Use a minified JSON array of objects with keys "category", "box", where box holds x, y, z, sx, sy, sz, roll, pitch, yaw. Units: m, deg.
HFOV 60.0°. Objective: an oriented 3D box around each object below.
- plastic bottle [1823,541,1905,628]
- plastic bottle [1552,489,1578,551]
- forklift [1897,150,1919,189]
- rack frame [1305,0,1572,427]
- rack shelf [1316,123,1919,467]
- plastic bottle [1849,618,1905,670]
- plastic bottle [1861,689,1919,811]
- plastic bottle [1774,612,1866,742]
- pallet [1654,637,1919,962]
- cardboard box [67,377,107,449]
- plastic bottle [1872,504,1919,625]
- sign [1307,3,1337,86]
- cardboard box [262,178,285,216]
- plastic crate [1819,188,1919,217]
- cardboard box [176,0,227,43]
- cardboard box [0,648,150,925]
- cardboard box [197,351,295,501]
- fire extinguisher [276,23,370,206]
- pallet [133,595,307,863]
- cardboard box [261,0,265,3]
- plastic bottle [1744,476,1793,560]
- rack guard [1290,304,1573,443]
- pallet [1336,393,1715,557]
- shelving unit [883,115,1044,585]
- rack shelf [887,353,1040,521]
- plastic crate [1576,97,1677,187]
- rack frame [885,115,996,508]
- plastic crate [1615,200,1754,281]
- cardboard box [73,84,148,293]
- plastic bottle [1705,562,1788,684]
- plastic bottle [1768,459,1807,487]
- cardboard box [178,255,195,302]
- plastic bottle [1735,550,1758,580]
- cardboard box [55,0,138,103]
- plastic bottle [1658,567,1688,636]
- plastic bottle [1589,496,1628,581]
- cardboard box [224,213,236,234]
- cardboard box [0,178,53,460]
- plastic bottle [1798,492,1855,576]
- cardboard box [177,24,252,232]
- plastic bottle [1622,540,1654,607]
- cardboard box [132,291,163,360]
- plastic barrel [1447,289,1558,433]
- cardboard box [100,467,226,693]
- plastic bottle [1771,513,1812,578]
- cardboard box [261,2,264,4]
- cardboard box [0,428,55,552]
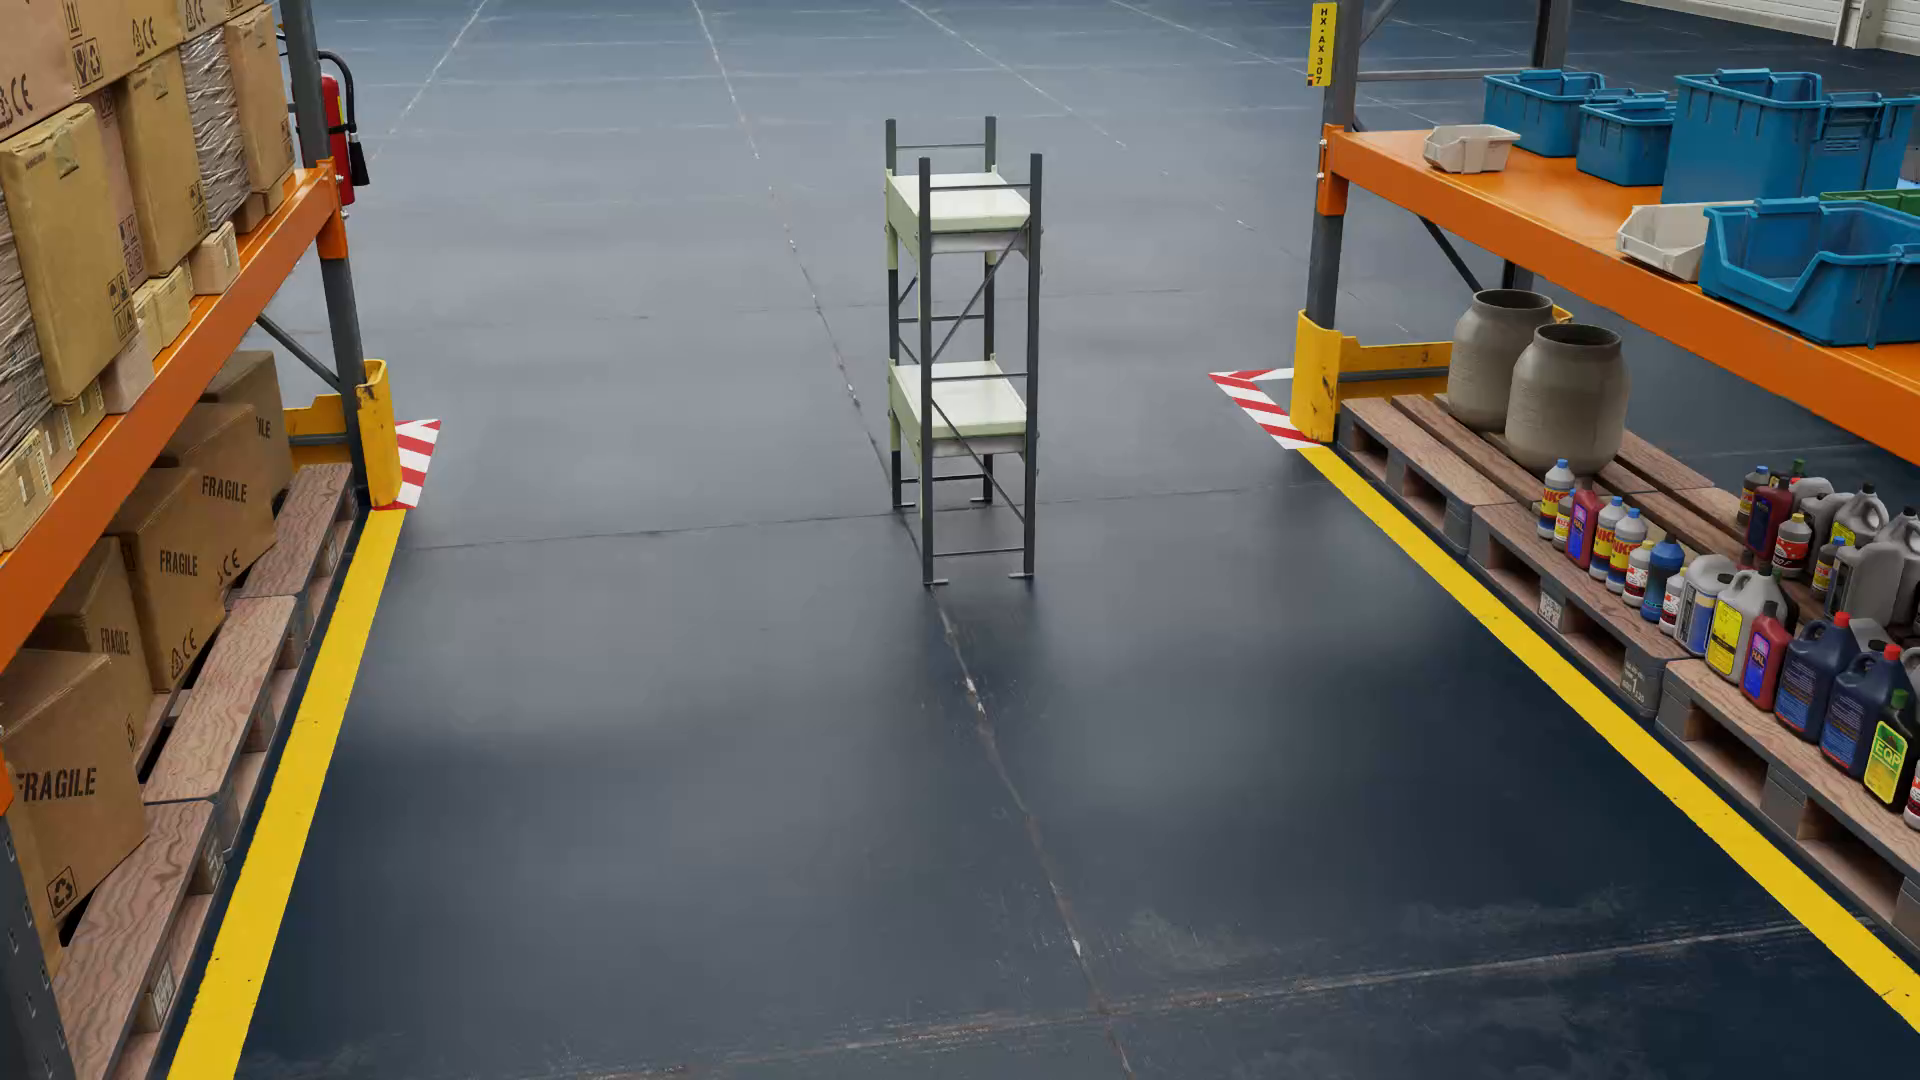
[{"category":"plastic bottle","box":[2.760,0.121,5.079,0.152,0.276,0.135,-4,24,-10]},{"category":"plastic bottle","box":[2.064,-0.072,5.615,0.097,0.201,0.097,0,24,0]},{"category":"forklift","box":[4.615,-1.563,6.167,1.130,2.935,3.031,-4,24,-8]},{"category":"rack frame","box":[2.016,-1.930,6.922,1.000,3.000,0.127,-4,24,-10]},{"category":"rack shelf","box":[2.386,-0.814,5.264,1.077,0.370,4.000,-4,24,-10]},{"category":"plastic bottle","box":[2.459,0.361,4.528,0.152,0.276,0.135,-4,24,-10]},{"category":"plastic bottle","box":[2.342,0.522,4.152,0.061,0.283,0.133,-3,24,-7]},{"category":"plastic bottle","box":[2.318,0.348,4.465,0.144,0.351,0.185,-6,24,-12]},{"category":"pallet","box":[2.672,0.654,4.489,1.003,0.211,1.213,-4,24,-10]},{"category":"cardboard box","box":[-2.019,-0.275,3.446,0.380,0.149,0.250,-4,24,-10]},{"category":"plastic bottle","box":[2.901,0.066,5.112,0.144,0.351,0.185,-4,24,-10]},{"category":"sign","box":[1.474,-2.018,6.777,0.100,0.325,0.005,-4,24,-10]},{"category":"cardboard box","box":[-2.454,-1.159,5.469,0.380,0.149,0.250,-4,24,-10]},{"category":"plastic crate","box":[2.782,-0.815,4.632,0.450,0.188,0.662,-4,24,-10]},{"category":"cardboard box","box":[-2.319,-1.613,4.449,0.500,0.500,0.500,-4,24,-10]},{"category":"cardboard box","box":[-2.260,0.578,3.778,0.500,0.500,0.500,3,24,7]},{"category":"cardboard box","box":[-2.753,-0.364,5.933,0.500,0.500,0.500,0,24,0]},{"category":"fire extinguisher","box":[-2.420,-1.607,6.279,0.296,0.674,0.183,-4,24,-10]},{"category":"pallet","box":[-2.500,0.545,4.738,1.003,0.211,1.213,-4,24,-10]},{"category":"cardboard box","box":[-2.507,-2.006,5.349,0.500,0.500,0.500,-4,24,-10]},{"category":"plastic bottle","box":[2.702,-0.088,5.547,0.061,0.283,0.133,-4,24,-10]},{"category":"rack guard","box":[2.076,-0.758,7.362,1.175,0.500,0.348,-4,24,-10]},{"category":"pallet","box":[2.221,-0.306,6.687,1.003,0.211,1.213,-4,24,-10]},{"category":"shelving unit","box":[-0.001,-0.690,5.956,0.431,1.500,0.755,-4,24,-10]},{"category":"rack shelf","box":[-0.001,-0.391,6.086,0.431,0.370,0.720,-4,24,-10]},{"category":"plastic crate","box":[2.517,-1.431,5.966,0.499,0.251,0.408,-4,24,-10]},{"category":"rack frame","box":[-0.069,-0.834,6.285,0.400,1.500,0.023,-4,24,-10]},{"category":"plastic crate","box":[2.206,-0.856,4.791,0.530,0.136,0.437,-4,24,-10]},{"category":"cardboard box","box":[-2.384,-0.742,3.706,0.875,0.500,0.500,-4,24,-10]},{"category":"plastic bottle","box":[2.258,0.221,4.756,0.144,0.351,0.185,-4,24,-10]},{"category":"plastic bottle","box":[2.826,-0.152,5.695,0.061,0.283,0.133,-4,24,-8]},{"category":"cardboard box","box":[-2.237,-0.666,4.341,0.380,0.149,0.250,-4,24,-10]},{"category":"plastic bottle","box":[2.336,0.180,4.935,0.061,0.283,0.133,-4,24,-10]},{"category":"cardboard box","box":[-2.131,-1.220,3.549,0.500,0.500,0.500,-4,24,-10]},{"category":"plastic bottle","box":[2.183,0.181,5.035,0.097,0.201,0.097,0,24,0]},{"category":"plastic bottle","box":[2.108,-0.010,5.385,0.097,0.271,0.097,0,24,0]},{"category":"cardboard box","box":[-2.417,-0.958,5.009,0.380,0.149,0.250,-4,24,-10]},{"category":"cardboard box","box":[-2.134,-0.354,2.816,0.875,0.500,0.500,-4,24,-10]},{"category":"plastic bottle","box":[2.832,-0.038,5.442,0.152,0.276,0.135,-5,24,-11]},{"category":"cardboard box","box":[-2.517,-1.140,4.615,0.875,0.500,0.500,-4,24,-10]},{"category":"plastic bottle","box":[2.145,0.100,5.220,0.097,0.201,0.097,0,24,0]},{"category":"cardboard box","box":[-2.111,-0.472,3.896,0.380,0.149,0.250,-4,24,-10]},{"category":"plastic barrel","box":[2.213,-0.729,6.756,0.421,0.512,0.421,0,24,0]},{"category":"cardboard box","box":[-2.511,0.117,4.834,0.500,0.500,0.500,-2,24,-5]},{"category":"plastic bottle","box":[2.713,0.013,5.419,0.097,0.201,0.097,0,24,0]},{"category":"cardboard box","box":[-2.777,-1.527,5.503,0.875,0.500,0.500,-4,24,-10]},{"category":"cardboard box","box":[-1.890,-0.081,3.002,0.380,0.149,0.250,-4,24,-10]}]
